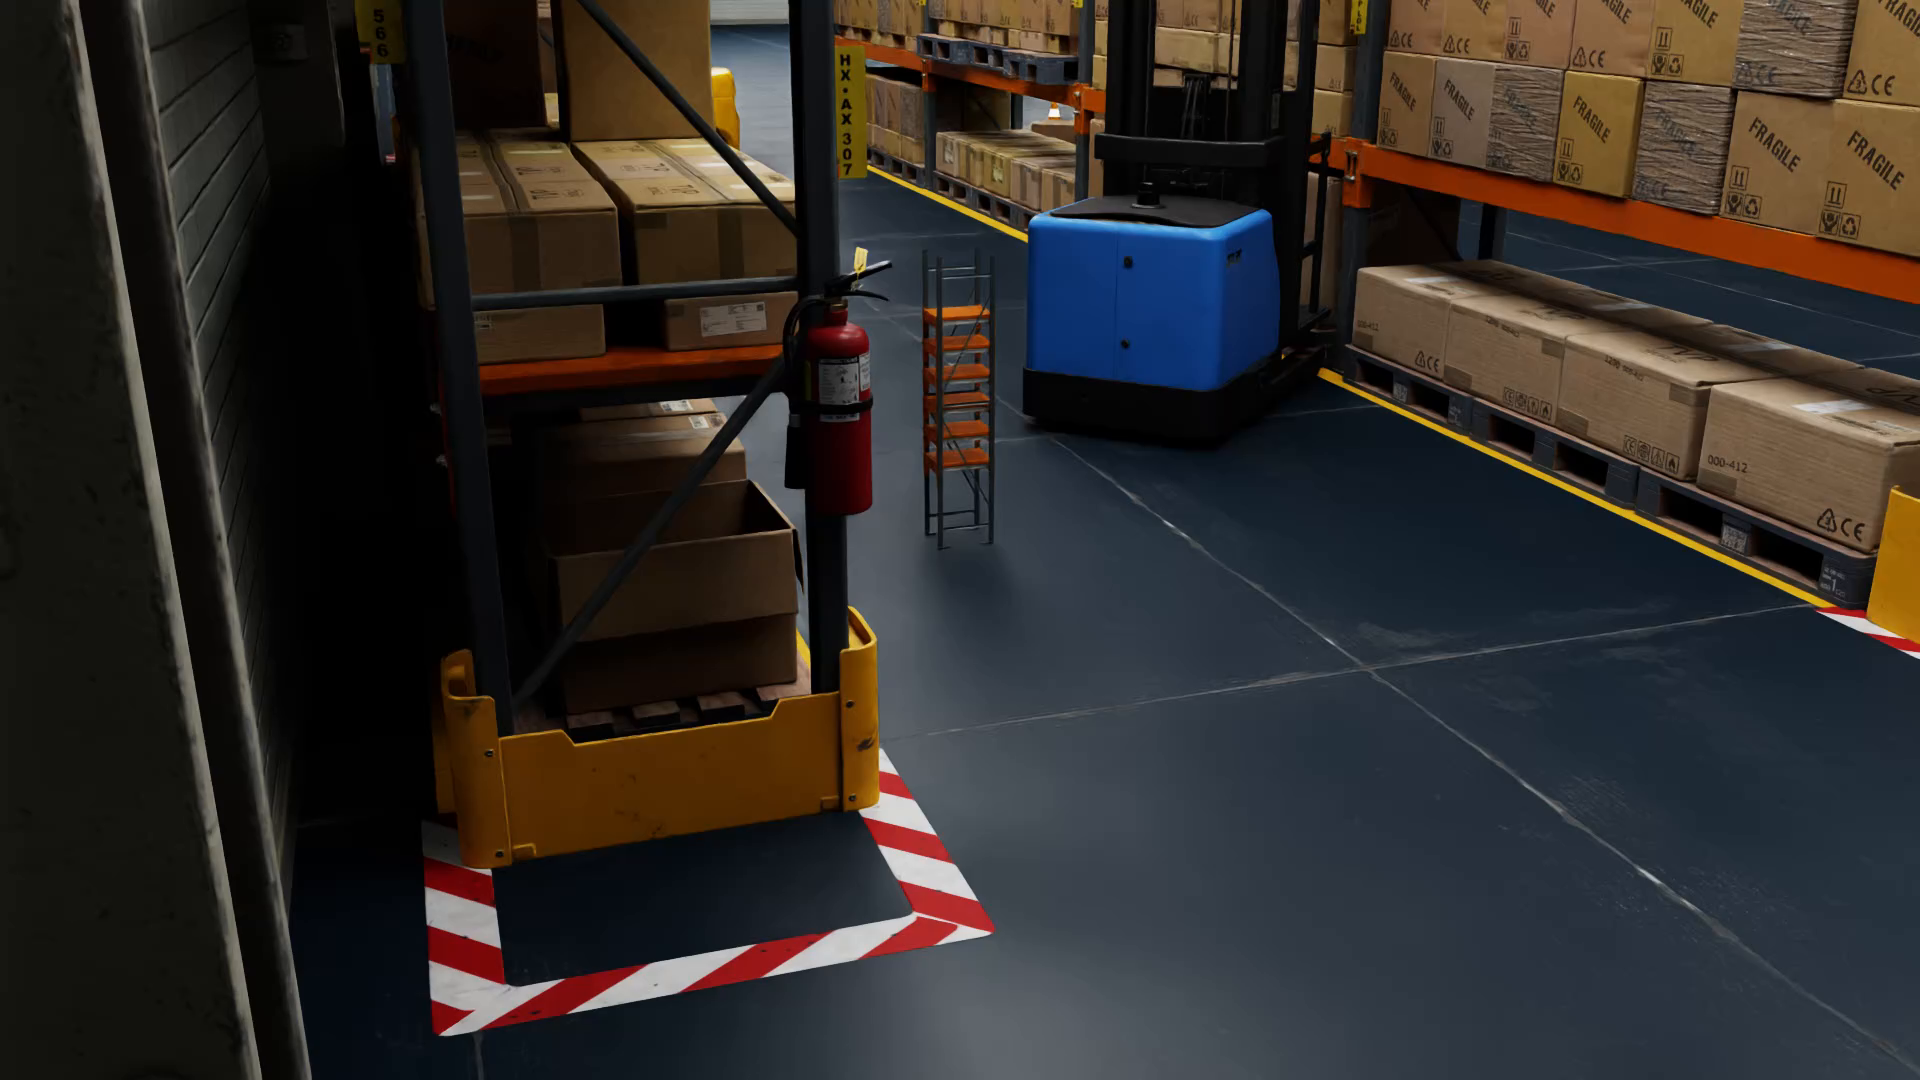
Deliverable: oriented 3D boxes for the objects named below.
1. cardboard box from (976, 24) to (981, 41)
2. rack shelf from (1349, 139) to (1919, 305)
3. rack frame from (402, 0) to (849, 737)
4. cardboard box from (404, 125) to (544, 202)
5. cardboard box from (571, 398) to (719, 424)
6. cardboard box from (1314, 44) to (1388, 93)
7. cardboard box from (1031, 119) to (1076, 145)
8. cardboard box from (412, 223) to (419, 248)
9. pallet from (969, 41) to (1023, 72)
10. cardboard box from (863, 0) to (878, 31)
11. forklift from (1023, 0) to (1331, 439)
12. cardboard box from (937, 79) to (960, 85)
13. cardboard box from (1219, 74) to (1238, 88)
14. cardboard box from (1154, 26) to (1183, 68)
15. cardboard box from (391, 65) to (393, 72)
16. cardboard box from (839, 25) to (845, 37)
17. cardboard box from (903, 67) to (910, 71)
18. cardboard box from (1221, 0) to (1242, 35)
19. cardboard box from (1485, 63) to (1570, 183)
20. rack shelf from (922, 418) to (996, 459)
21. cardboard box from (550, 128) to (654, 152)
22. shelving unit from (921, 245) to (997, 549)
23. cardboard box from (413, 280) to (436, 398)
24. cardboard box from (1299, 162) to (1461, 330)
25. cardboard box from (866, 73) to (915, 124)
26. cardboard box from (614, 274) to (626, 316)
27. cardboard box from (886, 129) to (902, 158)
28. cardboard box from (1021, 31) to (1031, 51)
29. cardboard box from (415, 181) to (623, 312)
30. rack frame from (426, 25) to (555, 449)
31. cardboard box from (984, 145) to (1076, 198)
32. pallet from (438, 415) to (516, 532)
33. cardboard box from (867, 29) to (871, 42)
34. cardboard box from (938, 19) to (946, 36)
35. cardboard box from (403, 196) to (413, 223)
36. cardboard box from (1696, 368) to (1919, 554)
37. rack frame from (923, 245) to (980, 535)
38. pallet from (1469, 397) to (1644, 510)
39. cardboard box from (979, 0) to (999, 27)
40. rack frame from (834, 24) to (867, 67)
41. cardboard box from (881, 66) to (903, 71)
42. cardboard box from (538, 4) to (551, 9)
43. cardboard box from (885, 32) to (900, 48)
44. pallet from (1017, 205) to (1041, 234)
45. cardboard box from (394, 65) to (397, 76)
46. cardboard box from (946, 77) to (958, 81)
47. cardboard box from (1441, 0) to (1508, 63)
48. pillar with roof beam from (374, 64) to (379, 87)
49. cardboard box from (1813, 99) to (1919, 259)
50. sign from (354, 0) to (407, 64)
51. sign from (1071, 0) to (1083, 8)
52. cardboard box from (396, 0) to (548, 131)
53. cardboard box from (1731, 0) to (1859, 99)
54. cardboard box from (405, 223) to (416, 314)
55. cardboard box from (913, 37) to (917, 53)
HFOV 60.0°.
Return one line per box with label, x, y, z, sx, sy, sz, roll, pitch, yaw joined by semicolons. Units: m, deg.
cardboard box;0.361;-4.533;14.851;0.380;0.149;0.250;-6;21;-17
rack shelf;3.281;-1.448;7.574;1.077;0.370;4.000;-6;21;-17
rack frame;-0.801;-0.616;4.194;1.000;3.000;0.127;-6;21;-17
cardboard box;-1.835;-1.455;6.313;0.500;0.250;0.500;-6;21;-16
cardboard box;-1.206;-0.302;6.397;0.500;0.500;0.500;-6;21;-16
cardboard box;2.283;-2.708;9.502;0.500;0.250;0.500;-6;21;-17
cardboard box;1.093;-4.309;18.169;0.500;0.500;0.500;8;21;20
cardboard box;-1.633;-0.983;5.587;0.380;0.149;0.250;-6;21;-17
pallet;0.734;-4.252;14.602;1.003;0.211;1.213;-6;21;-17
cardboard box;-0.739;-5.793;18.019;0.500;0.500;0.500;-7;21;-18
forklift;1.445;-2.325;9.055;1.130;2.935;3.031;10;22;26
cardboard box;0.029;-4.640;17.736;0.500;0.500;0.500;-6;20;-15
cardboard box;1.973;-2.802;10.503;0.500;0.250;0.500;-7;21;-19
cardboard box;1.626;-3.360;11.317;0.500;0.250;0.500;-6;21;-17
cardboard box;-4.675;-4.208;14.415;0.500;0.250;0.500;-6;21;-16
cardboard box;-1.209;-6.030;19.638;0.380;0.149;0.250;-6;21;-17
cardboard box;-0.441;-5.501;19.171;0.380;0.149;0.250;-6;21;-16
cardboard box;1.963;-3.392;10.297;0.500;0.500;0.500;-6;21;-16
cardboard box;2.856;-1.975;7.829;0.500;0.500;0.500;-6;21;-17
rack shelf;-0.005;-0.415;6.782;0.258;0.103;0.180;-6;21;-17
cardboard box;-1.190;-1.345;6.007;0.500;0.250;0.500;-7;21;-19
shelving unit;-0.005;-0.569;6.727;0.258;1.200;0.189;-6;21;-17
cardboard box;-2.493;-1.047;8.470;0.500;0.500;0.500;-6;21;-17
cardboard box;2.382;-1.816;10.058;0.875;0.875;0.875;-6;21;-16
cardboard box;-0.802;-4.911;18.488;0.500;0.500;0.500;-6;21;-16
cardboard box;-0.883;-0.790;5.049;0.380;0.149;0.250;-7;21;-18
cardboard box;-0.480;-4.230;17.702;0.500;0.250;0.500;-7;21;-19
cardboard box;0.723;-4.107;13.665;0.380;0.149;0.250;-7;21;-20
cardboard box;-1.198;-0.805;4.501;0.500;0.250;0.500;-6;21;-16
rack frame;-2.058;-1.900;7.768;1.000;3.000;0.127;-6;21;-17
cardboard box;0.755;-3.335;15.030;0.950;0.372;0.625;-6;21;-15
pallet;-1.843;-0.367;7.625;1.003;0.211;1.213;-6;21;-17
cardboard box;-0.820;-5.612;18.476;0.380;0.149;0.250;-6;21;-15
cardboard box;0.012;-4.864;15.771;0.380;0.149;0.250;-6;21;-16
cardboard box;-3.238;-2.053;10.311;0.380;0.149;0.250;-7;21;-20
cardboard box;3.607;-0.337;6.588;0.875;0.438;0.875;-7;21;-19
rack frame;-0.033;-0.599;6.808;0.240;1.200;0.006;-6;21;-17
pallet;3.204;-0.471;7.916;1.003;0.211;1.213;-6;21;-17
cardboard box;0.485;-4.715;14.396;0.500;0.500;0.500;-7;21;-19
rack frame;-1.119;-6.279;19.960;1.000;3.000;0.127;-6;21;-17
cardboard box;-0.620;-5.306;19.589;0.500;0.500;0.500;-6;21;-17
cardboard box;-2.408;-2.741;9.342;0.700;0.500;0.500;-6;21;-17
cardboard box;-0.575;-5.274;17.533;0.380;0.149;0.250;-7;21;-18
pallet;1.151;-2.650;13.983;1.003;0.211;1.213;-6;21;-17
cardboard box;-3.700;-3.230;11.693;0.500;0.250;0.500;-7;21;-18
cardboard box;0.063;-4.986;17.739;0.380;0.149;0.250;-6;20;-15
cardboard box;2.725;-2.604;8.103;0.500;0.500;0.500;-7;21;-18
pillar with roof beam;-6.152;-12.563;28.581;9.100;9.000;0.400;-6;21;-17
cardboard box;3.507;-1.318;6.001;0.500;0.500;0.500;-6;21;-17
sign;-1.334;-1.257;3.798;0.100;0.325;0.005;-6;21;-17
sign;0.883;-4.159;12.462;0.100;0.325;0.005;-6;21;-17
cardboard box;-1.843;-1.816;6.207;0.500;0.500;0.500;-7;21;-19
cardboard box;3.340;-1.956;6.298;0.500;0.500;0.500;-6;21;-17
cardboard box;-3.148;-1.710;10.317;0.500;0.500;0.500;-5;20;-14
cardboard box;-0.252;-4.948;16.626;0.380;0.149;0.250;-7;21;-18
